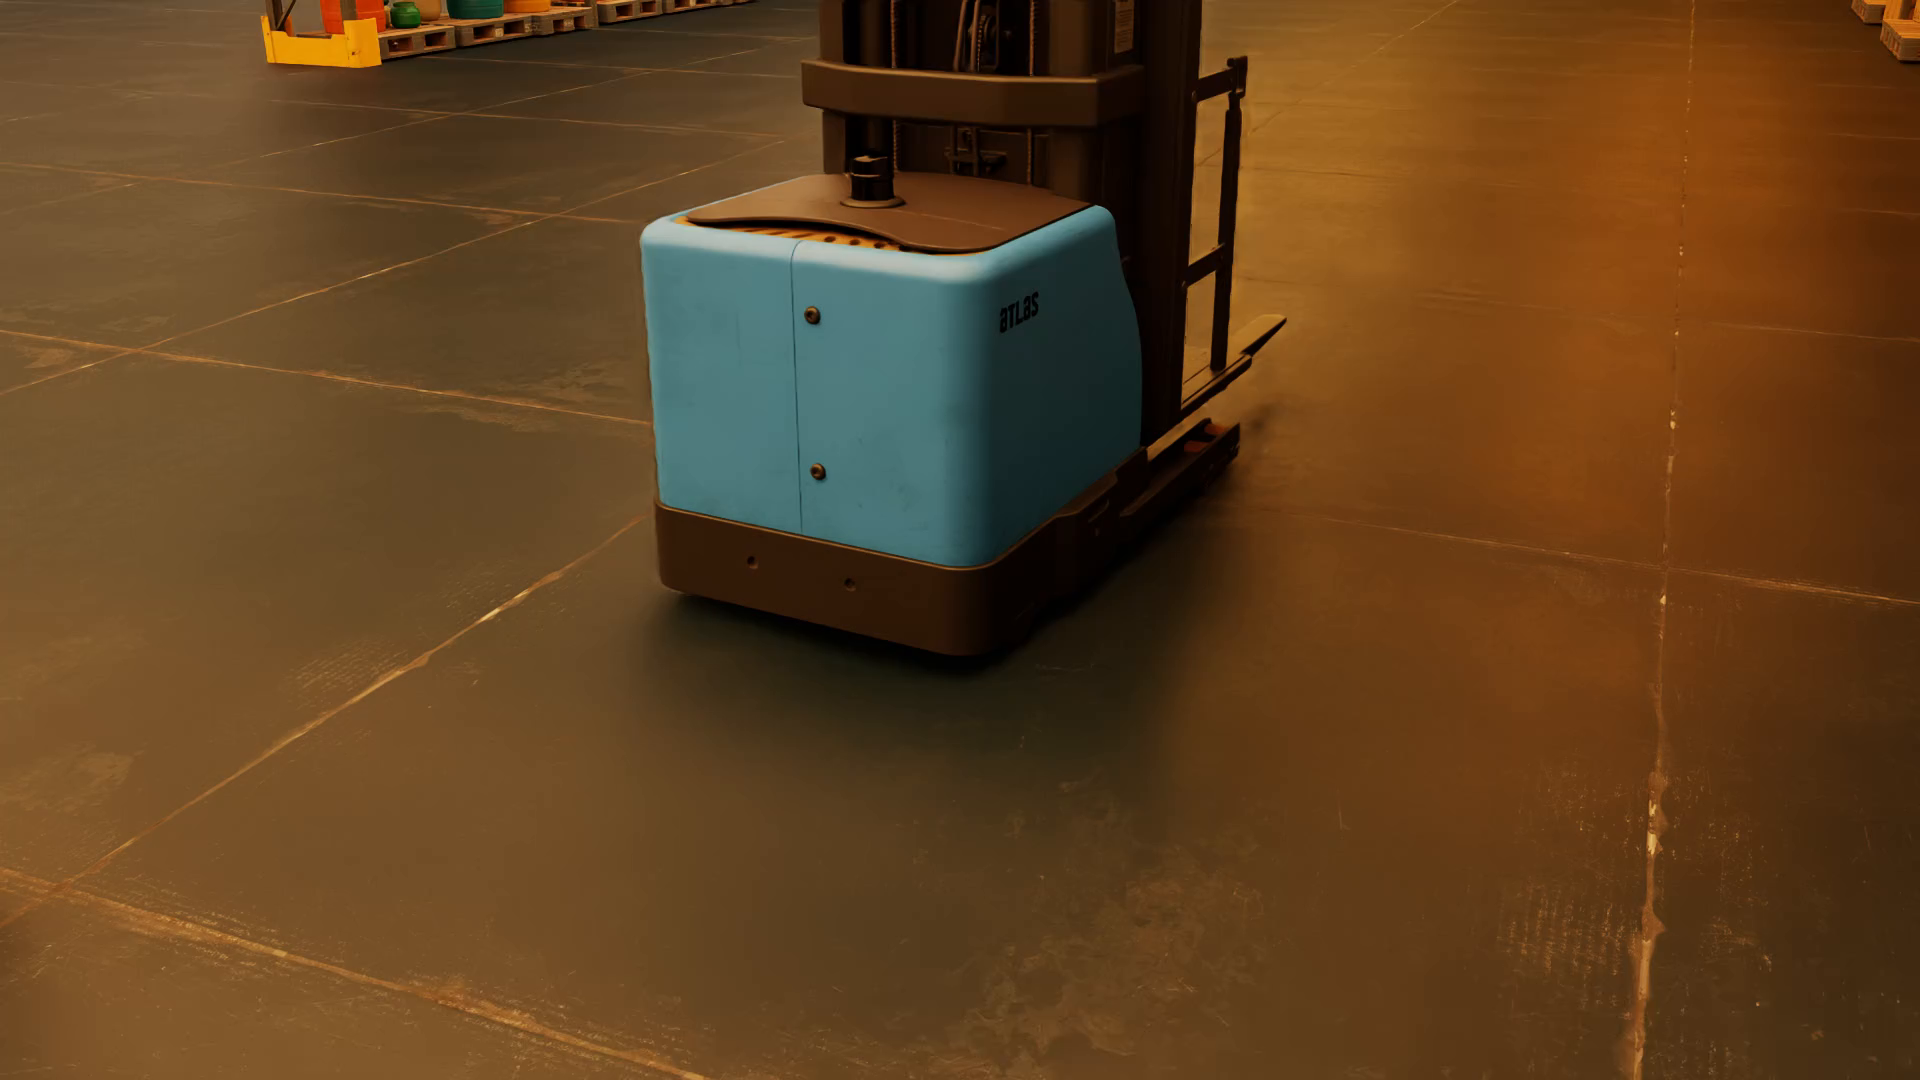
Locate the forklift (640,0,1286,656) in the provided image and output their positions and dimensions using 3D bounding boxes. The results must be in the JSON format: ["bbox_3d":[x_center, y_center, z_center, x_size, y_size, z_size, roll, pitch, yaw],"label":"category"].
[{"bbox_3d":[0.297,-1.587,5.090,1.130,2.935,3.031,12,25,26],"label":"forklift"}]
